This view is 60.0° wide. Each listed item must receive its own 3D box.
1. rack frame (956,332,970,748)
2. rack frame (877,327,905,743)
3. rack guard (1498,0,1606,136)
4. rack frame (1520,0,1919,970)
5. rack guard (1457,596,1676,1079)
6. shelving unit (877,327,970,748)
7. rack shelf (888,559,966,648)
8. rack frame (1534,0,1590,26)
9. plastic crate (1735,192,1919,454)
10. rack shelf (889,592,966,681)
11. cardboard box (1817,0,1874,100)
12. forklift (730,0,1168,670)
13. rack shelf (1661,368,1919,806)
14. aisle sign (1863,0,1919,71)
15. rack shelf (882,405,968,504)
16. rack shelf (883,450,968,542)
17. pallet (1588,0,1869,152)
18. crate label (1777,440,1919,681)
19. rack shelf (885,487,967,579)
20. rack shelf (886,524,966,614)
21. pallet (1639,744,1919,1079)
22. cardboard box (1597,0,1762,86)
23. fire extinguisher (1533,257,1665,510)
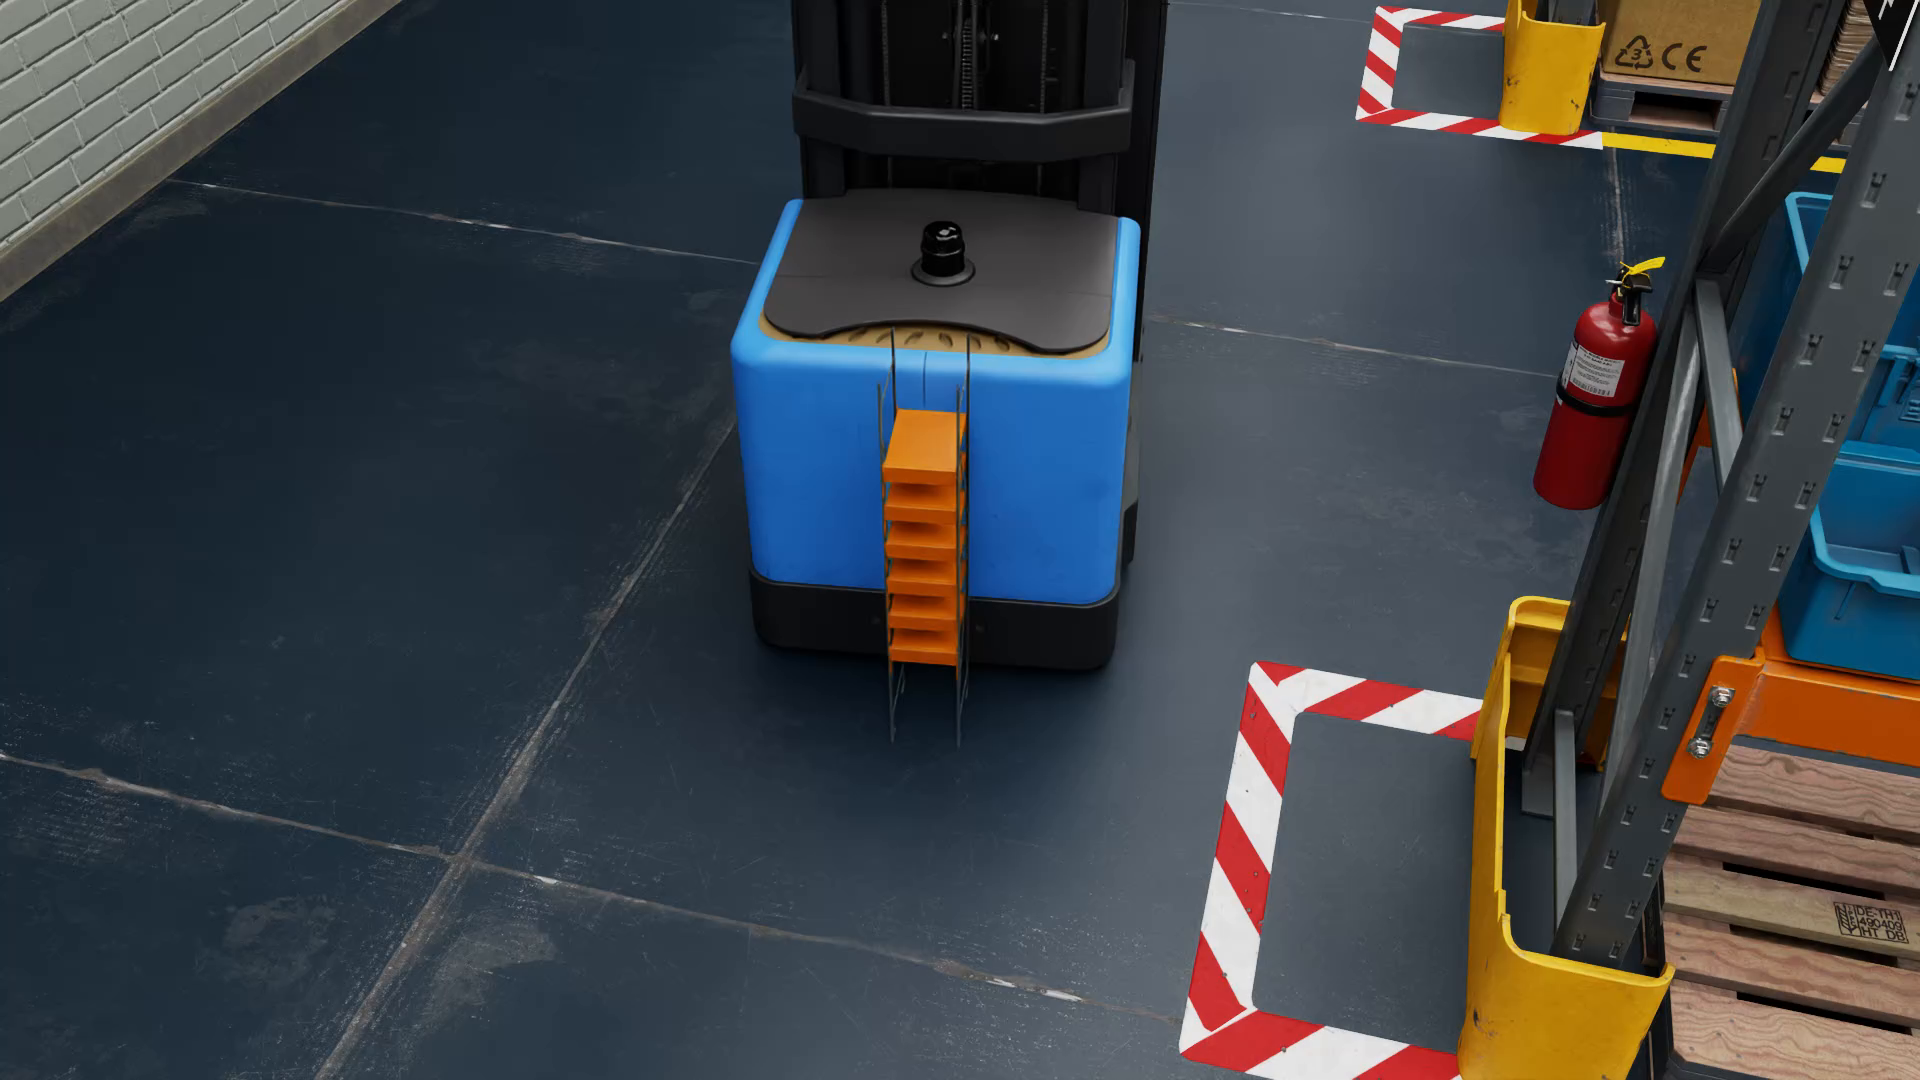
[{"bbox_3d":[0.008,0.037,4.272,0.006,1.200,0.240,4,40,5],"label":"rack frame"},{"bbox_3d":[-0.174,0.024,4.288,0.006,1.200,0.240,4,40,5],"label":"rack frame"},{"bbox_3d":[2.726,-2.367,7.679,0.348,0.500,1.175,10,41,11],"label":"rack guard"},{"bbox_3d":[1.469,-0.243,3.207,0.127,3.000,1.000,10,41,11],"label":"rack frame"},{"bbox_3d":[1.442,0.719,4.006,0.348,0.500,1.175,10,41,11],"label":"rack guard"},{"bbox_3d":[-0.083,0.030,4.280,0.189,1.200,0.258,4,40,5],"label":"shelving unit"},{"bbox_3d":[-0.083,0.156,4.386,0.180,0.103,0.258,4,40,5],"label":"rack shelf"},{"bbox_3d":[2.749,-3.320,6.870,0.127,3.000,1.000,10,41,11],"label":"rack frame"},{"bbox_3d":[1.841,-0.340,3.248,0.499,0.435,0.616,10,41,11],"label":"plastic crate"},{"bbox_3d":[-0.083,0.248,4.464,0.180,0.103,0.258,4,40,5],"label":"rack shelf"},{"bbox_3d":[4.267,-2.459,7.171,0.875,0.875,0.875,10,41,11],"label":"cardboard box"},{"bbox_3d":[0.082,-1.697,4.992,1.130,2.935,3.031,4,40,5],"label":"forklift"},{"bbox_3d":[3.401,0.365,3.042,4.000,0.370,1.077,10,41,11],"label":"rack shelf"},{"bbox_3d":[1.323,-1.066,2.165,0.004,0.787,0.394,10,41,11],"label":"aisle sign"},{"bbox_3d":[-0.083,-0.211,4.077,0.180,0.103,0.258,4,40,5],"label":"rack shelf"},{"bbox_3d":[-0.083,-0.119,4.154,0.180,0.103,0.258,4,40,5],"label":"rack shelf"},{"bbox_3d":[3.542,-2.168,7.667,1.213,0.211,1.003,10,41,11],"label":"pallet"},{"bbox_3d":[1.622,0.044,2.949,0.303,0.233,0.416,10,41,11],"label":"crate label"},{"bbox_3d":[-0.083,-0.027,4.231,0.180,0.103,0.258,4,40,5],"label":"rack shelf"},{"bbox_3d":[-0.083,0.064,4.309,0.180,0.103,0.258,4,40,5],"label":"rack shelf"},{"bbox_3d":[2.256,0.986,3.911,1.213,0.211,1.003,10,41,11],"label":"pallet"},{"bbox_3d":[3.388,-2.610,7.351,0.875,0.875,0.875,10,41,11],"label":"cardboard box"},{"bbox_3d":[1.441,-0.378,3.717,0.183,0.674,0.296,10,41,11],"label":"fire extinguisher"}]
